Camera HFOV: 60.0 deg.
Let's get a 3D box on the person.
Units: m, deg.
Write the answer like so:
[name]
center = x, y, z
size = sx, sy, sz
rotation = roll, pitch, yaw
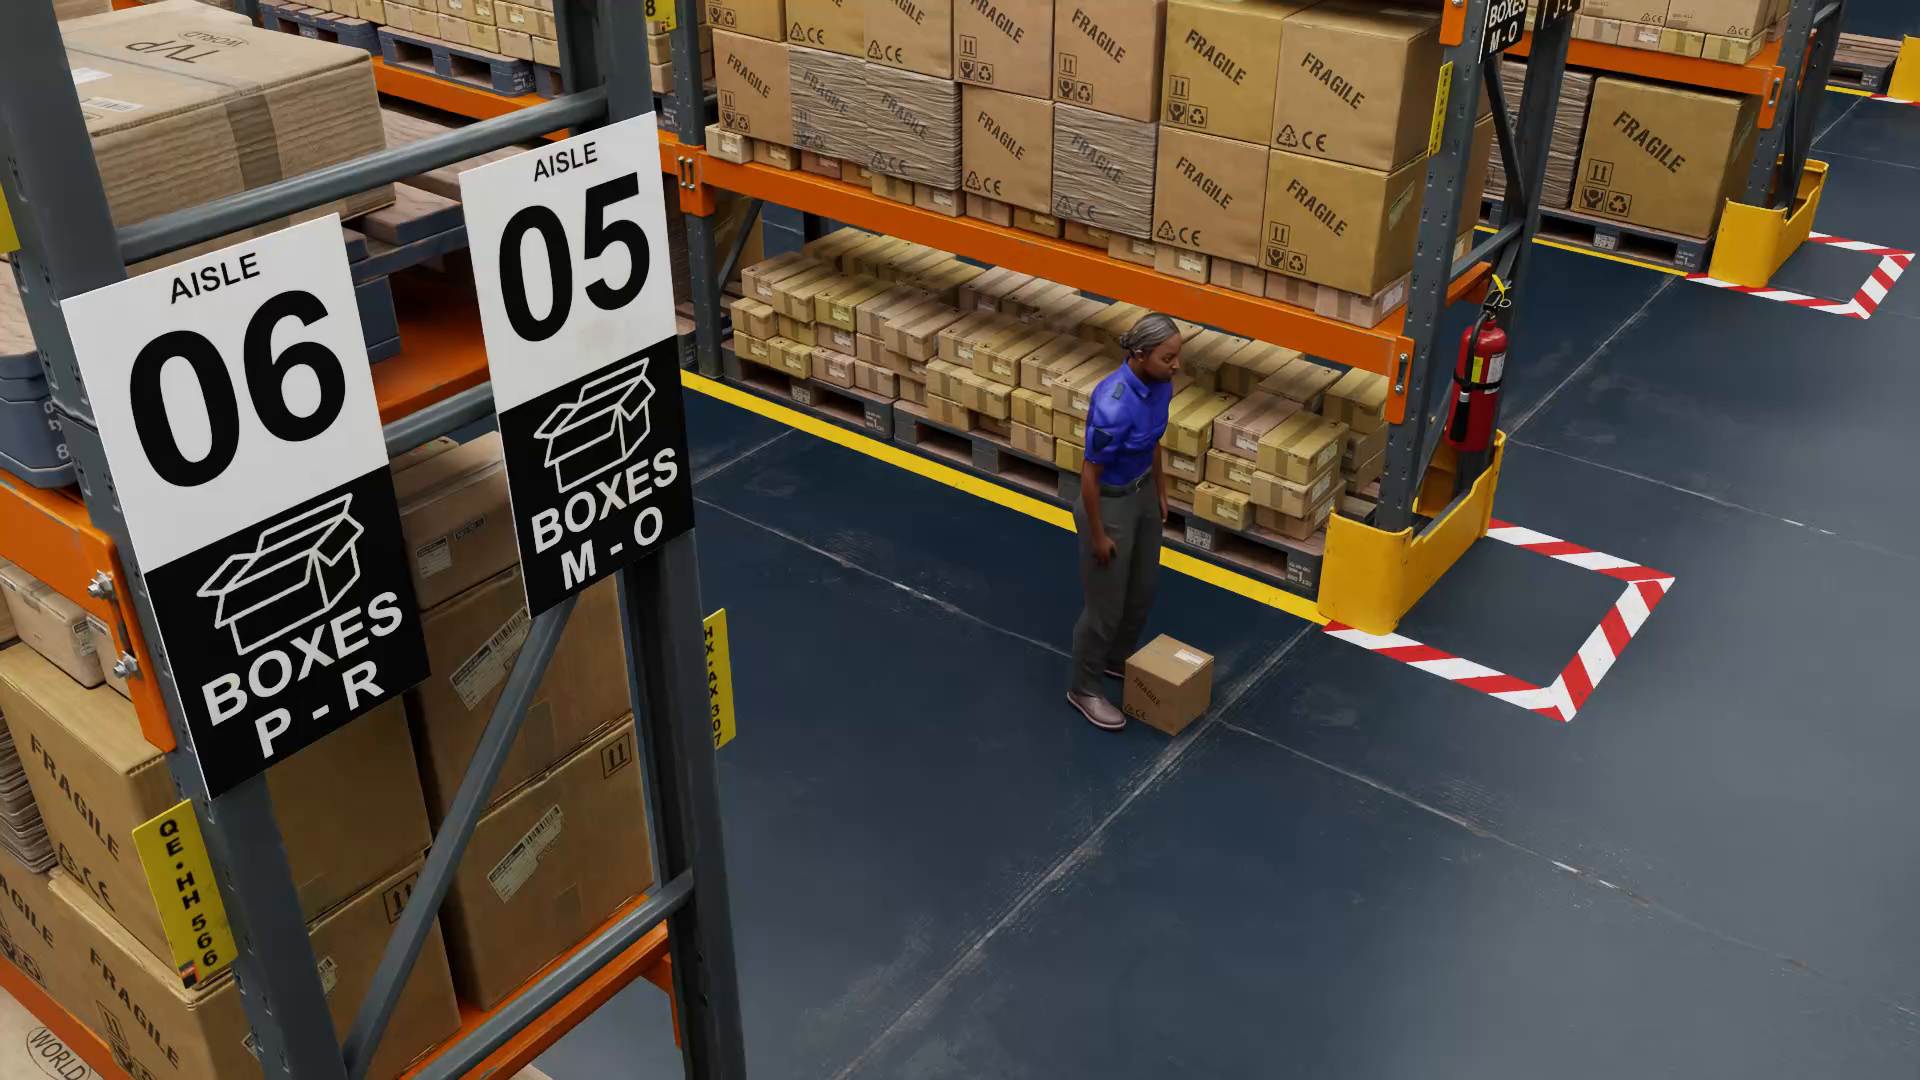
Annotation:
[person]
center = 0.627, -0.100, 6.303
size = 0.349, 1.655, 0.509
rotation = 21, 37, 31
